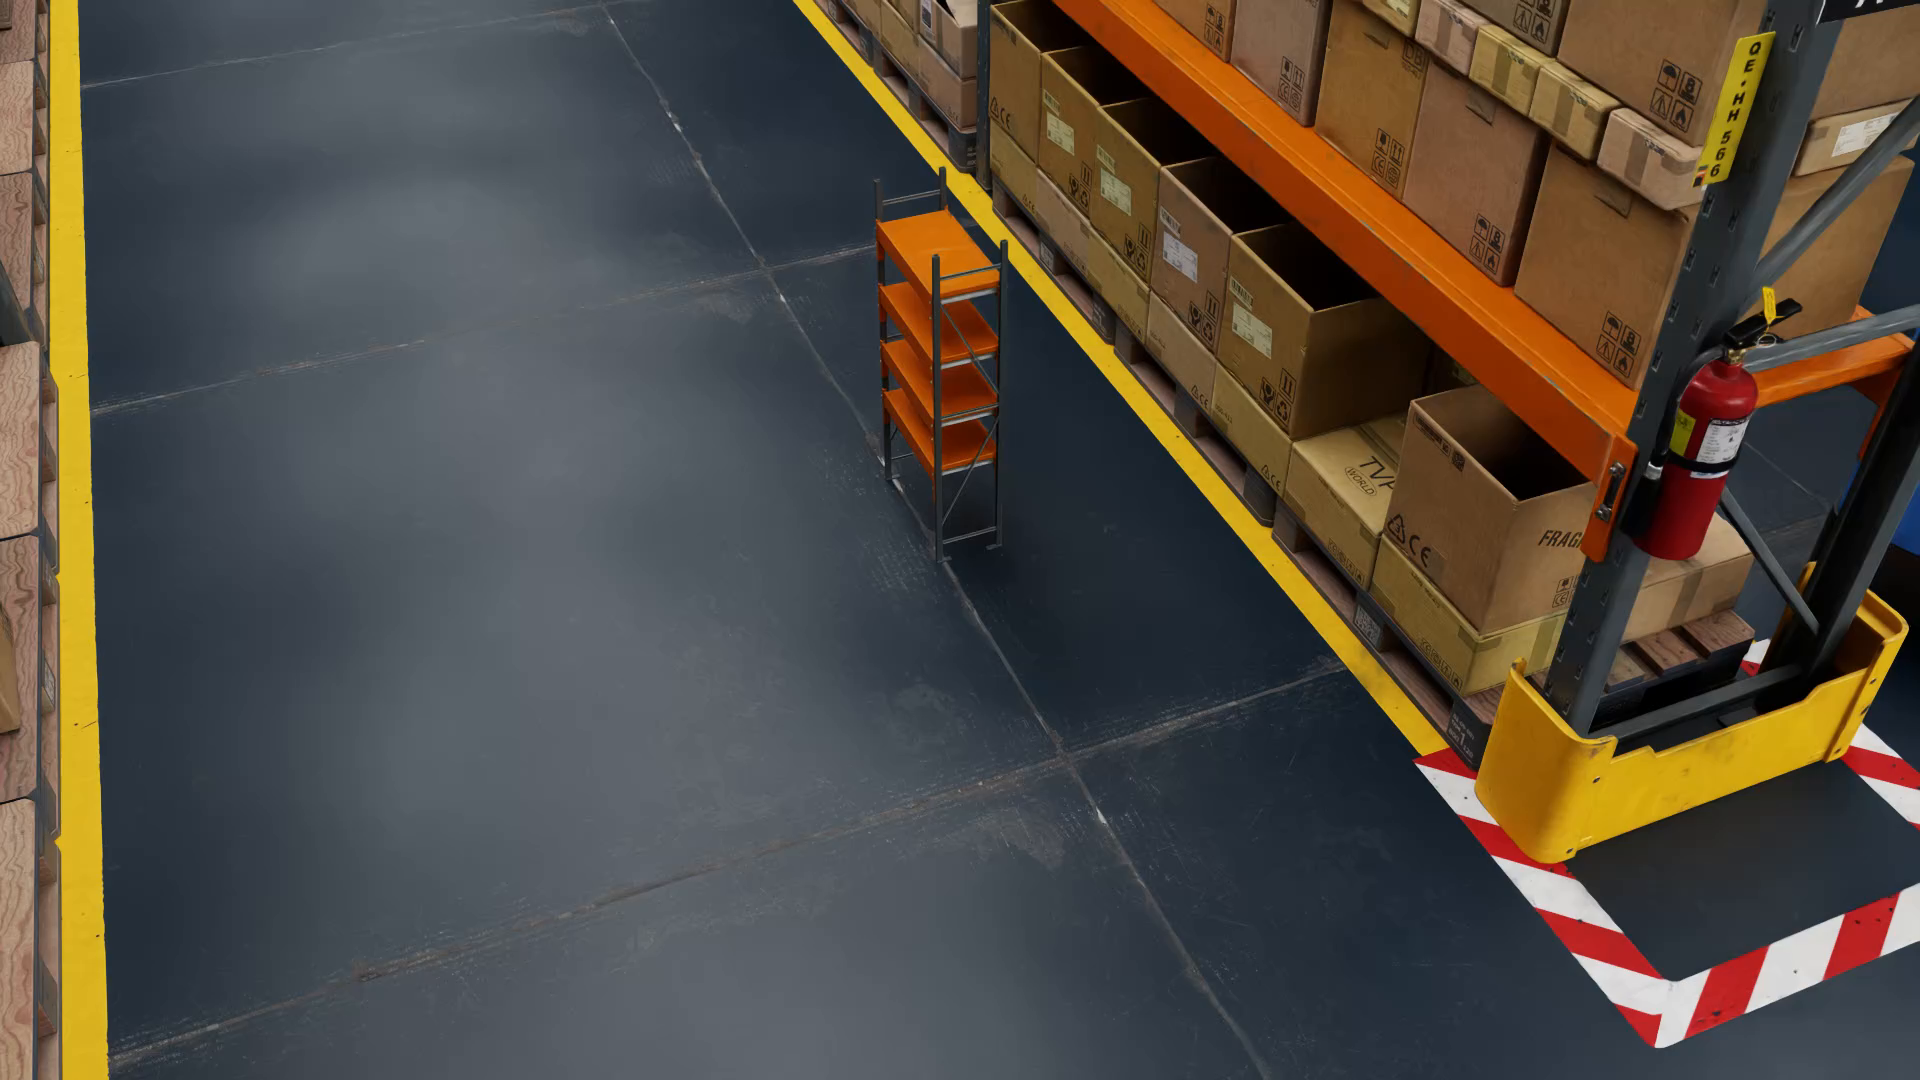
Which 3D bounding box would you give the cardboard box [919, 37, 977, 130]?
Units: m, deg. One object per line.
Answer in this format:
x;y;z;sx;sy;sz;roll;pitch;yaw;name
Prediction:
0.131;-2.178;7.769;0.500;0.250;0.500;-16;43;-17;cardboard box

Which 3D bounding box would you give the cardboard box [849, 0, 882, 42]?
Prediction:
-0.257;-2.791;8.482;0.500;0.250;0.500;-14;43;-16;cardboard box

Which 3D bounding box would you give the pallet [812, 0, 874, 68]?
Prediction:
-0.231;-2.997;9.073;1.003;0.211;1.213;-15;43;-17;pallet

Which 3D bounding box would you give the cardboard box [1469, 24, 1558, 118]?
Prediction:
1.567;-1.252;4.331;0.380;0.149;0.250;-16;43;-17;cardboard box

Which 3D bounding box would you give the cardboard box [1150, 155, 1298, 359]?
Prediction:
1.022;-1.024;5.852;0.500;0.500;0.500;-15;43;-17;cardboard box

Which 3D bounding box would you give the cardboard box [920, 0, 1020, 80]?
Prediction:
0.138;-2.386;7.580;0.500;0.311;0.500;-15;43;-17;cardboard box

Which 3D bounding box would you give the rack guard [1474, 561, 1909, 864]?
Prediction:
2.098;0.488;4.799;1.175;0.500;0.348;-15;43;-17;rack guard

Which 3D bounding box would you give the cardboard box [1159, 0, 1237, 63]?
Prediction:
1.130;-2.037;5.741;0.700;0.500;0.500;-14;43;-16;cardboard box

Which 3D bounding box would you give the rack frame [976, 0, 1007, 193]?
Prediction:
0.558;-2.884;6.803;1.000;3.000;0.127;-15;43;-17;rack frame

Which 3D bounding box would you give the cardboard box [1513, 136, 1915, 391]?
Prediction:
1.922;-0.797;4.299;0.700;0.500;0.500;-15;43;-17;cardboard box

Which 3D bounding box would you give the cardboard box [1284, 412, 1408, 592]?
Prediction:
1.408;-0.139;5.397;0.500;0.250;0.500;-15;43;-17;cardboard box

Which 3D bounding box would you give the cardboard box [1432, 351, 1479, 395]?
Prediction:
1.896;-0.555;5.306;0.500;0.500;0.500;-15;43;-17;cardboard box

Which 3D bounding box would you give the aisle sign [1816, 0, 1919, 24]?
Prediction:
1.842;-1.347;3.022;0.394;0.787;0.004;-15;43;-17;aisle sign

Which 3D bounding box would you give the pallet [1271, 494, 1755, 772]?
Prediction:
1.757;0.133;5.434;1.003;0.211;1.213;-15;43;-17;pallet

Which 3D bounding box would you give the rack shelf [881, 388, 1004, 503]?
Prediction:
-0.063;-0.353;5.648;0.258;0.148;0.480;-15;43;-17;rack shelf

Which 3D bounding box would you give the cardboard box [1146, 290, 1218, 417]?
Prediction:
1.025;-0.741;6.098;0.500;0.250;0.500;-15;43;-17;cardboard box

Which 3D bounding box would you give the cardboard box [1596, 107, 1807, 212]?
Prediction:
1.766;-0.941;3.969;0.380;0.149;0.250;-16;43;-18;cardboard box

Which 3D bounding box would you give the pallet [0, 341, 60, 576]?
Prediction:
-3.728;-0.193;5.812;1.003;0.211;1.213;-15;43;-17;pallet

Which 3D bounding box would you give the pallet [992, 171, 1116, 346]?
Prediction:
0.824;-1.337;7.143;1.003;0.211;1.213;-15;43;-17;pallet

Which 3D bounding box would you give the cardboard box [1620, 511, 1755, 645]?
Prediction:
2.089;0.030;5.201;0.500;0.250;0.500;-15;43;-17;cardboard box

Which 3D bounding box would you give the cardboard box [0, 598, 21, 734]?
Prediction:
-3.121;0.308;4.671;0.700;0.500;0.500;-18;44;-20;cardboard box

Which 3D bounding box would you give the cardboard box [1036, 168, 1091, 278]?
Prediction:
0.642;-1.343;6.798;0.500;0.250;0.500;-15;43;-17;cardboard box

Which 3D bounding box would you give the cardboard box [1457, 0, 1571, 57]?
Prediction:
1.695;-1.636;4.280;0.700;0.500;0.500;-16;43;-18;cardboard box

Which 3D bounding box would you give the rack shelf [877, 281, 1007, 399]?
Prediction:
-0.063;-0.673;5.373;0.258;0.148;0.480;-15;43;-17;rack shelf

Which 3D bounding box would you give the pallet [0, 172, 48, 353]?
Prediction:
-4.317;-1.057;6.817;1.003;0.211;1.213;-15;43;-17;pallet

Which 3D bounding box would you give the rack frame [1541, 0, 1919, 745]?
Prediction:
2.088;-0.474;4.001;1.000;3.000;0.127;-15;43;-17;rack frame

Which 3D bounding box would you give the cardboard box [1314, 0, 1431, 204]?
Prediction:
1.532;-1.412;5.015;0.700;0.500;0.500;-15;43;-17;cardboard box

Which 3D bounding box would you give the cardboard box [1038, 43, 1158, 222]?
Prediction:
0.645;-1.628;6.554;0.500;0.500;0.500;-15;43;-17;cardboard box

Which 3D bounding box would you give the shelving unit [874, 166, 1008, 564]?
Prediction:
-0.063;-0.555;5.475;0.258;1.200;0.503;-15;43;-17;shelving unit

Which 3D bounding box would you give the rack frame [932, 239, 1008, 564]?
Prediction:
0.030;-0.408;5.304;0.240;1.200;0.015;-15;43;-17;rack frame

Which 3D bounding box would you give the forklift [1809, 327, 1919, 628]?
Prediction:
4.229;-1.410;5.142;3.031;2.935;1.130;-33;50;-32;forklift

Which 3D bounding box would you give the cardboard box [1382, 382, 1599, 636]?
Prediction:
1.608;-0.124;4.805;0.500;0.500;0.500;-15;43;-17;cardboard box

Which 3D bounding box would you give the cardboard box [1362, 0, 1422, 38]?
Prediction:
1.372;-1.562;4.692;0.380;0.149;0.250;-14;43;-16;cardboard box

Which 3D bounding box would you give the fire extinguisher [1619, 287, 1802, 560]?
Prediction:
1.704;-0.258;3.809;0.296;0.674;0.183;-15;43;-17;fire extinguisher
